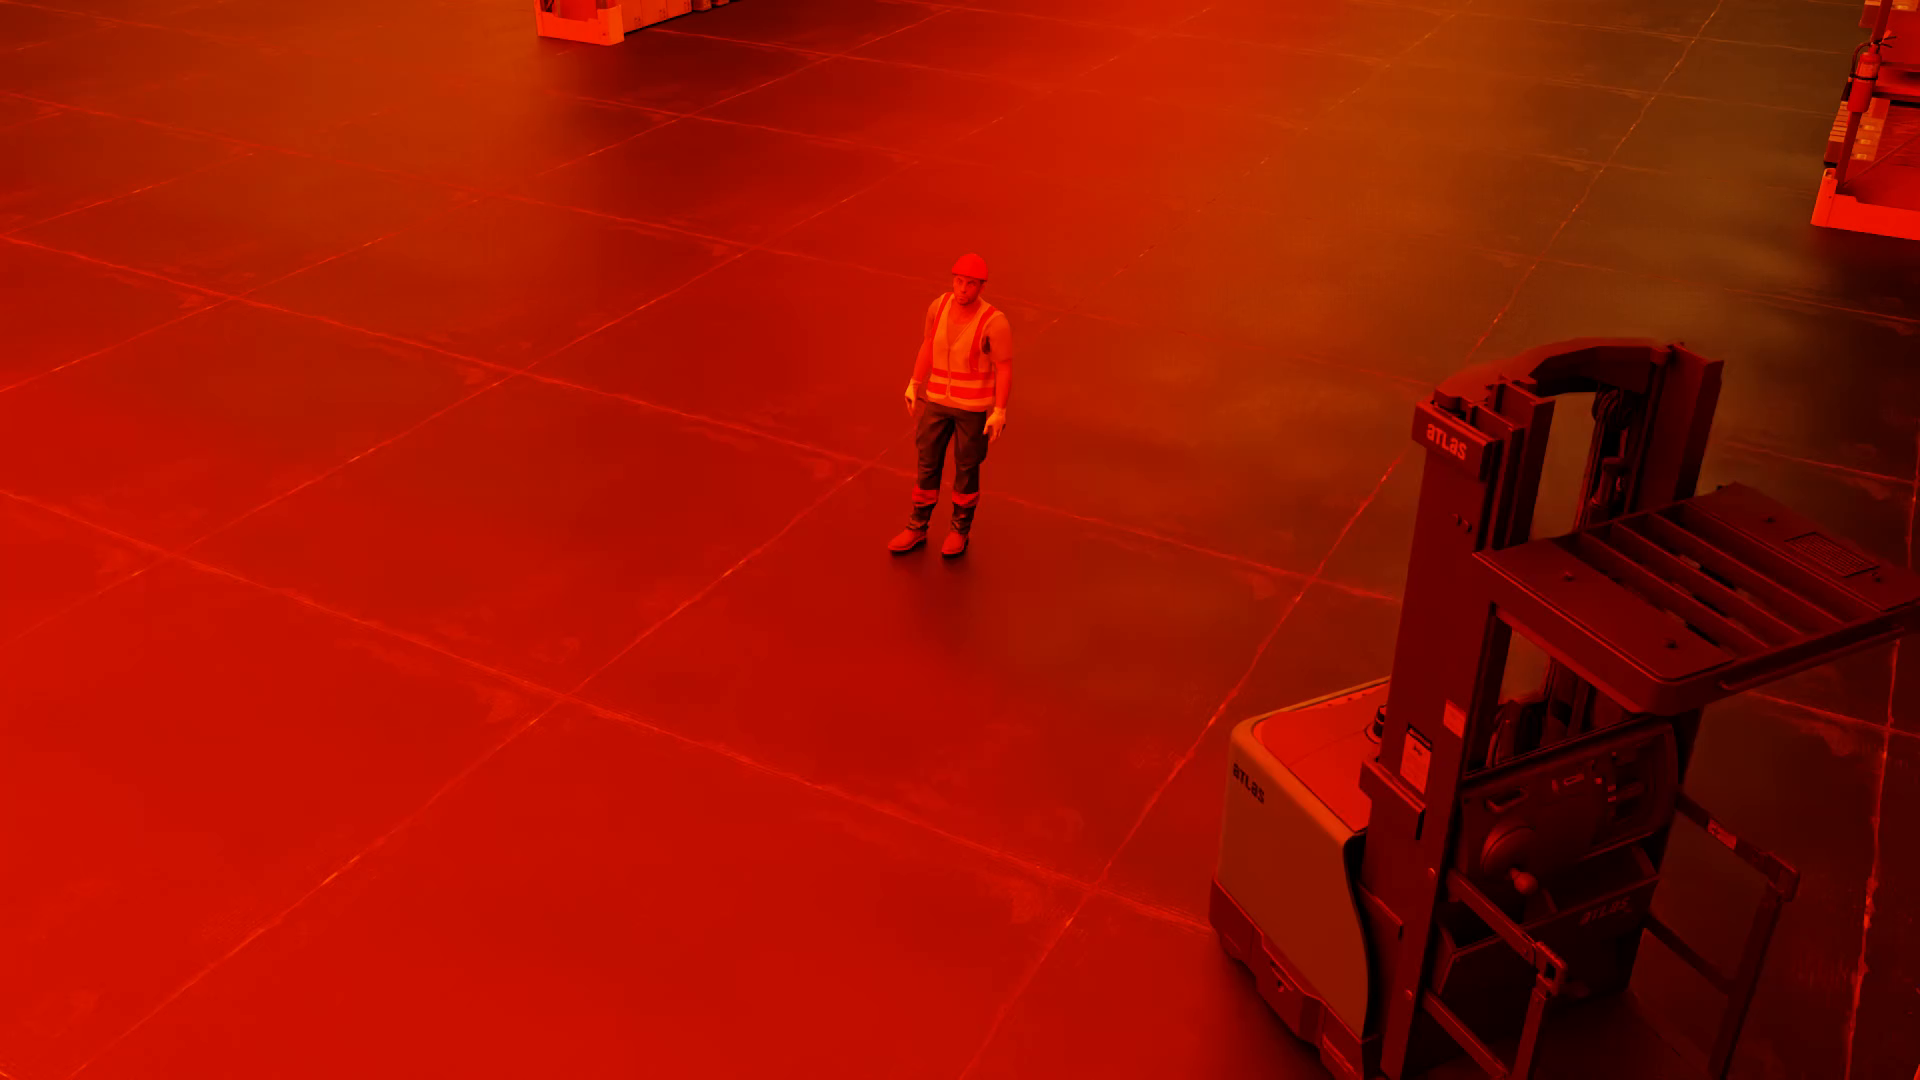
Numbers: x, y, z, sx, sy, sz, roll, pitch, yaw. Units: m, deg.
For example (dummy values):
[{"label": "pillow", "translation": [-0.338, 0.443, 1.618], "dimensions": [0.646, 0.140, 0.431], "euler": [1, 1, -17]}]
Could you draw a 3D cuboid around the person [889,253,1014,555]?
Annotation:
[{"label": "person", "translation": [-0.048, -0.748, 9.495], "dimensions": [0.638, 1.789, 0.562], "euler": [15, 33, 25]}]

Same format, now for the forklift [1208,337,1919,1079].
[{"label": "forklift", "translation": [2.145, 0.949, 5.426], "dimensions": [1.130, 2.935, 3.031], "euler": [-13, 33, -22]}]
